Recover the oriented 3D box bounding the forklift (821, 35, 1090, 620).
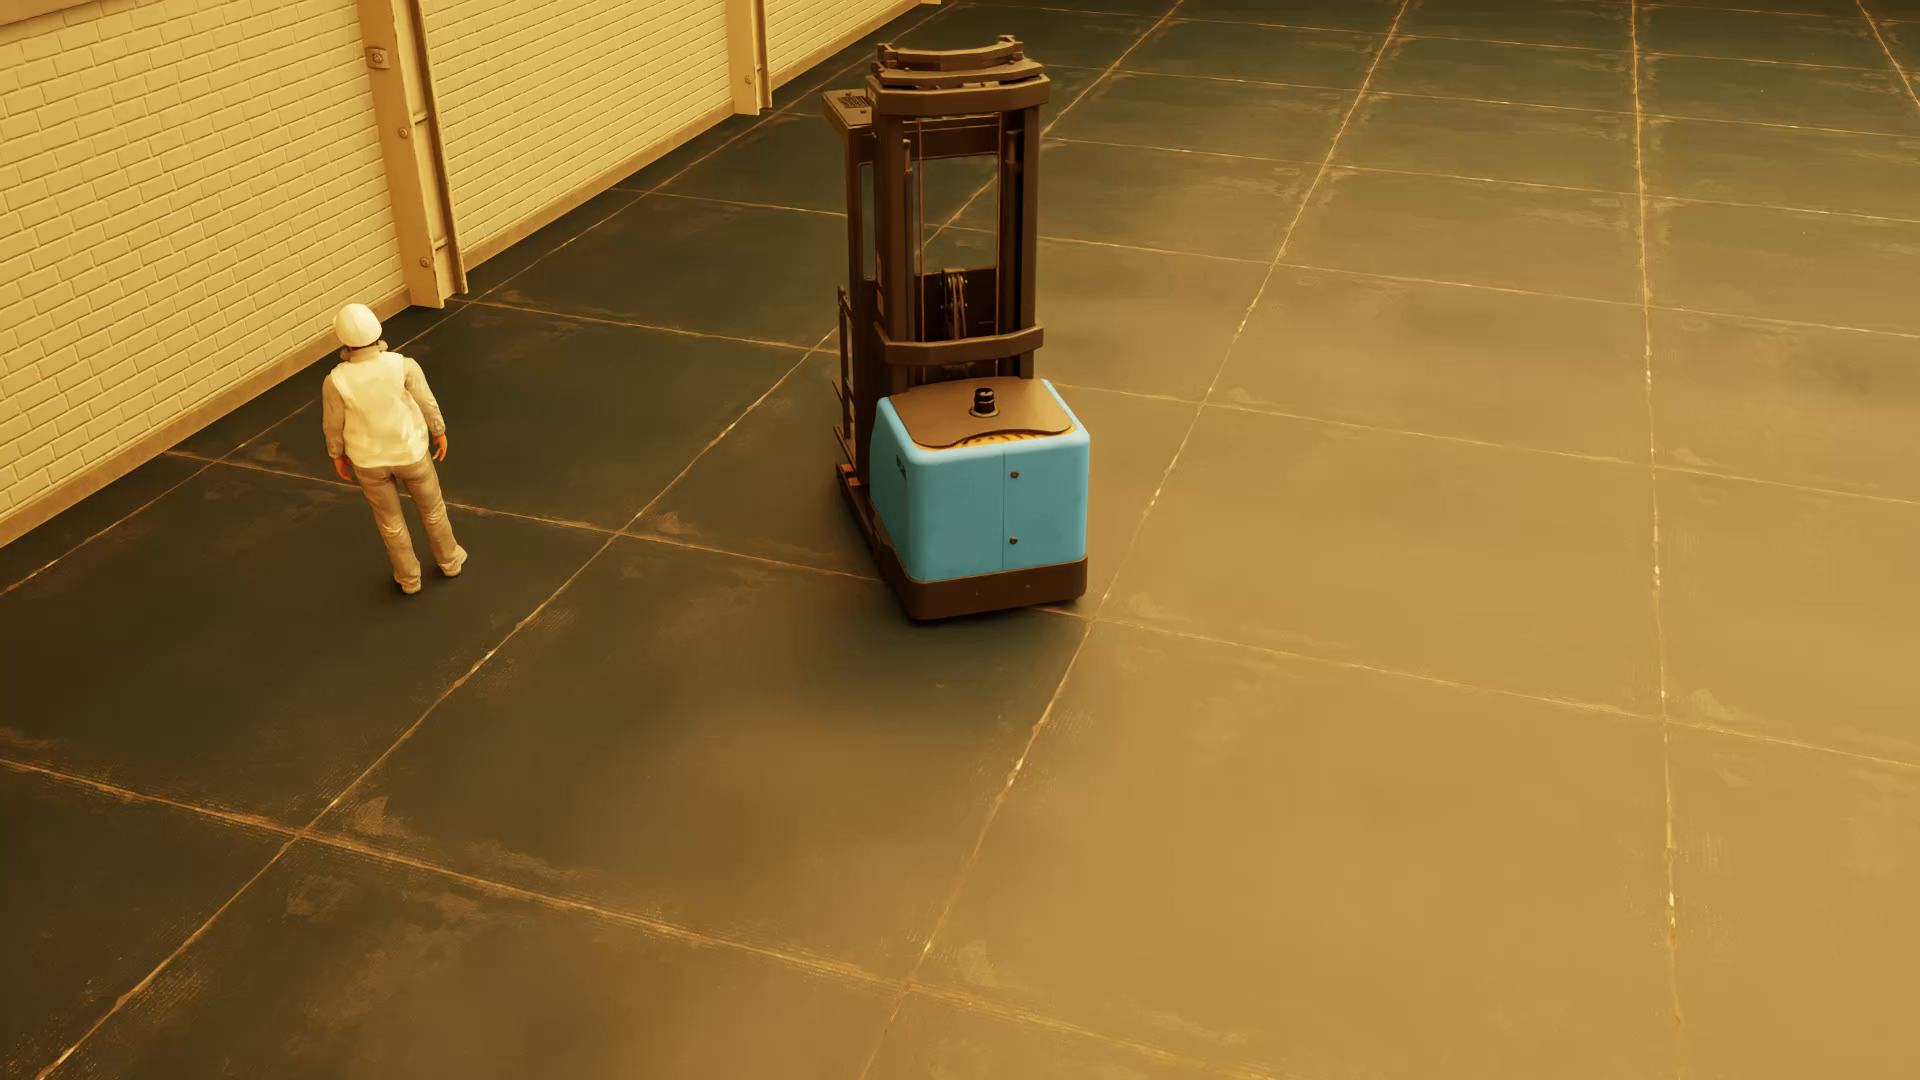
[{"bbox_3d":[-0.165,-1.548,9.852,1.130,2.935,3.031,-8,31,-13],"label":"forklift"}]

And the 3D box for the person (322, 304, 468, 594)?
[{"bbox_3d":[-3.162,-0.524,9.210,0.630,1.773,0.570,-10,31,-17],"label":"person"}]
